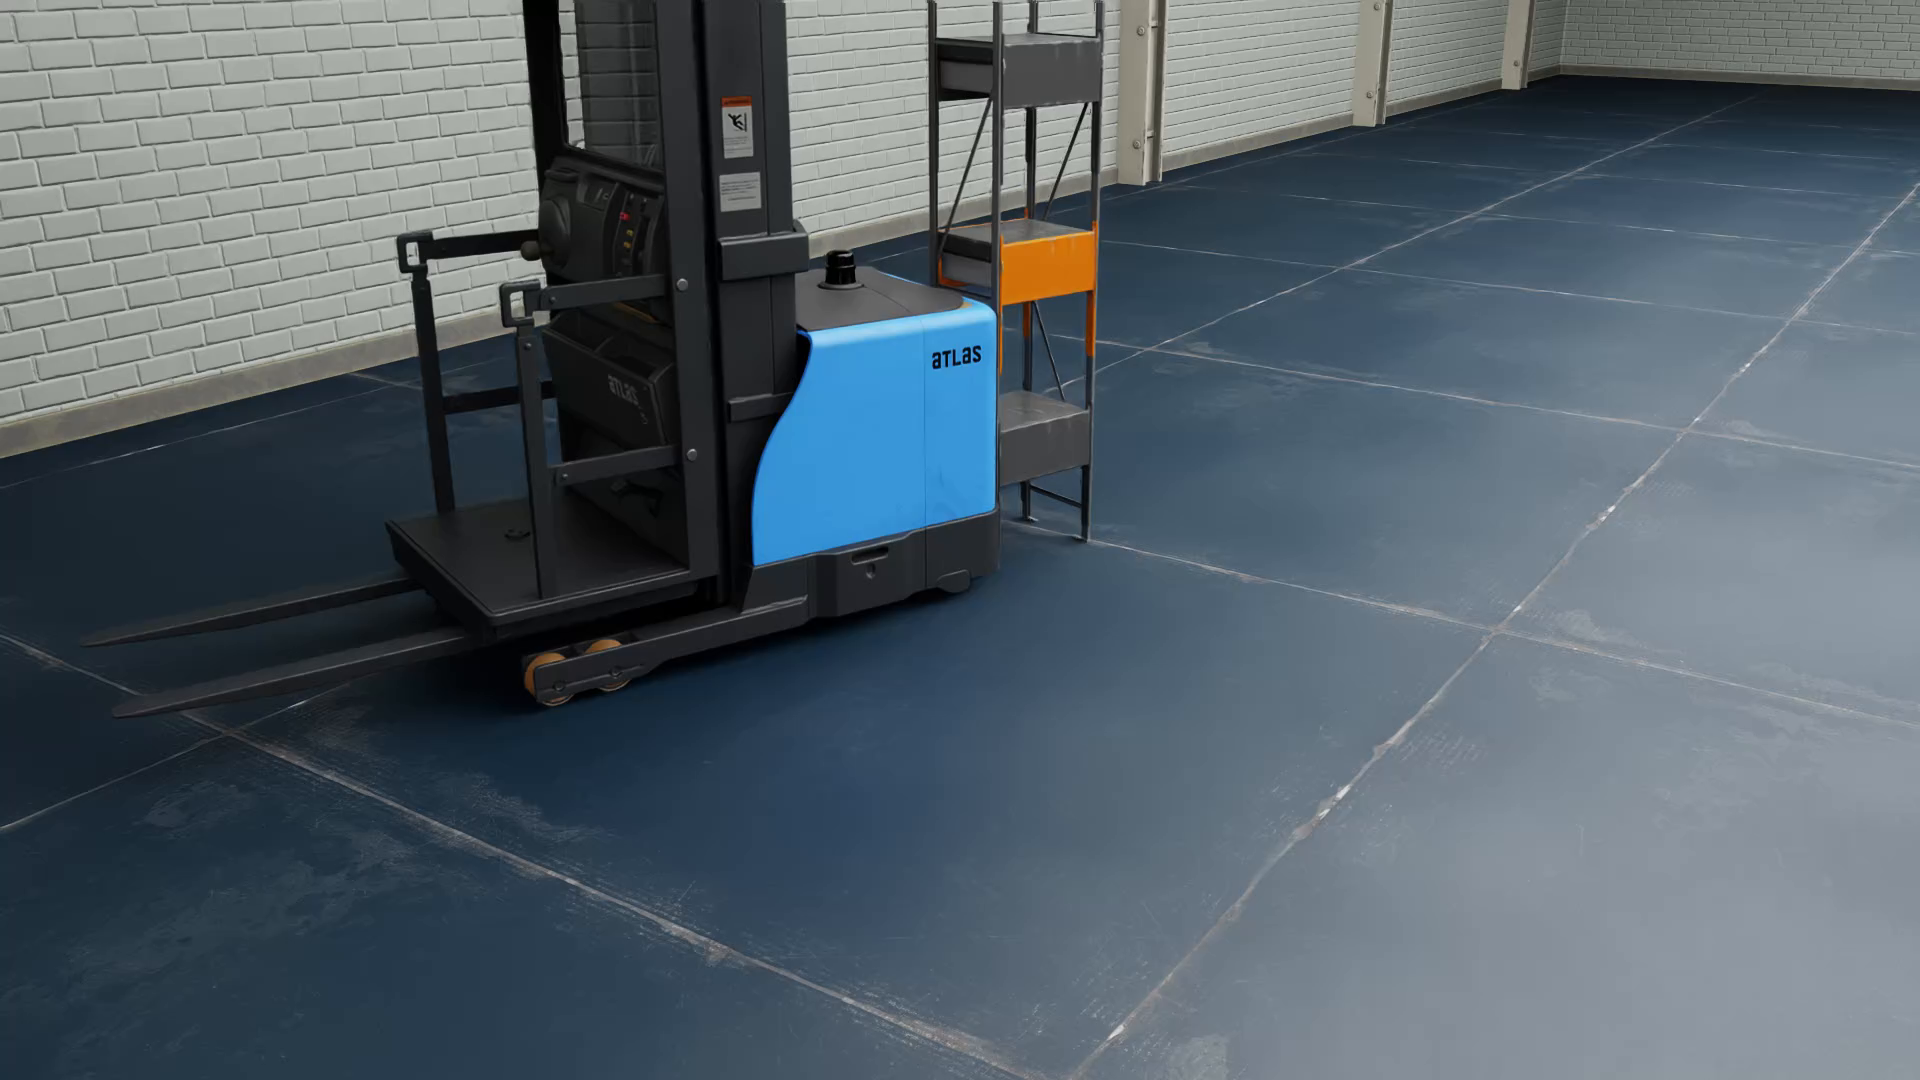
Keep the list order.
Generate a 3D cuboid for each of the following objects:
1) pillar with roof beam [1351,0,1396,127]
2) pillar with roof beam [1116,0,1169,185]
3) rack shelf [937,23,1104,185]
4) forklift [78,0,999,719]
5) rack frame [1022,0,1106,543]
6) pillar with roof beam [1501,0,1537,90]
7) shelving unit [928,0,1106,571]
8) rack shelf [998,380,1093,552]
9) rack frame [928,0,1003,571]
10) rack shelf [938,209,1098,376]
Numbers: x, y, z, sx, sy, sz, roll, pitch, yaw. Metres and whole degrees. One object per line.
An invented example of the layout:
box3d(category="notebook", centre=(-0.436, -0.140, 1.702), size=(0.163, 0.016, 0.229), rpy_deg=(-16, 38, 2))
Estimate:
box3d(category="pillar with roof beam", centre=(8.671, -8.593, 17.026), size=(9.100, 9.000, 0.400), rpy_deg=(13, 24, 32))
box3d(category="pillar with roof beam", centre=(5.298, -6.872, 12.372), size=(9.100, 9.000, 0.400), rpy_deg=(13, 24, 32))
box3d(category="rack shelf", centre=(0.205, -1.617, 6.131), size=(0.480, 0.518, 0.431), rpy_deg=(-16, 25, -36))
box3d(category="forklift", centre=(-1.358, -1.051, 5.382), size=(3.031, 2.935, 1.130), rpy_deg=(-13, 24, -32))
box3d(category="rack frame", centre=(0.395, -1.027, 6.513), size=(0.015, 2.100, 0.400), rpy_deg=(-16, 25, -36))
box3d(category="pillar with roof beam", centre=(12.044, -10.315, 21.680), size=(9.100, 9.000, 0.400), rpy_deg=(13, 24, 32))
box3d(category="shelving unit", centre=(0.205, -0.973, 6.369), size=(0.503, 2.100, 0.431), rpy_deg=(-16, 25, -36))
box3d(category="rack shelf", centre=(0.205, -0.304, 6.617), size=(0.480, 0.518, 0.431), rpy_deg=(-16, 25, -36))
box3d(category="rack frame", centre=(0.016, -0.920, 6.225), size=(0.015, 2.100, 0.400), rpy_deg=(-16, 25, -36))
box3d(category="rack shelf", centre=(0.205, -0.960, 6.374), size=(0.480, 0.518, 0.431), rpy_deg=(-16, 25, -36))
